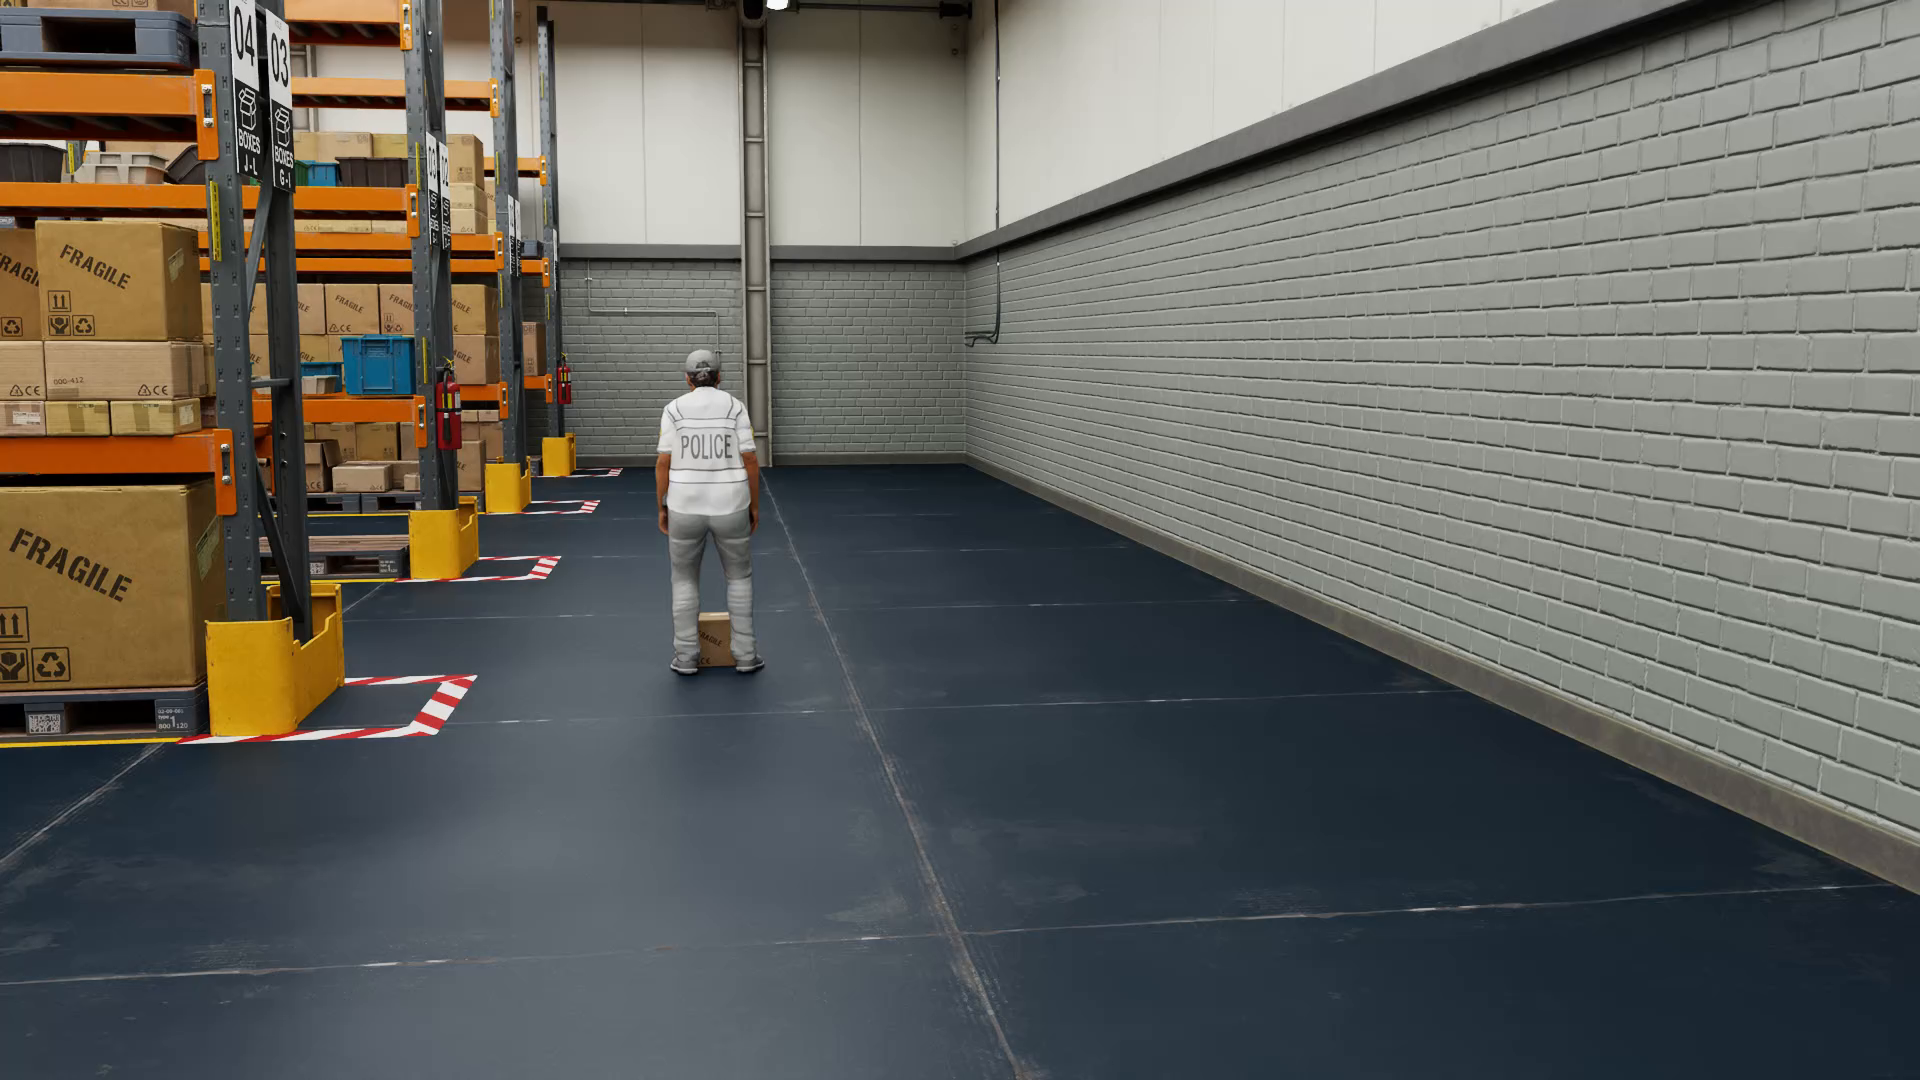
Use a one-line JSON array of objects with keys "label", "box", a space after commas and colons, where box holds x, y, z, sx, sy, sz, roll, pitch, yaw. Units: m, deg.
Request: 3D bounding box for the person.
[{"label": "person", "box": [-1.290, -0.147, 8.584, 0.539, 1.667, 0.466, -1, 7, -8]}]
